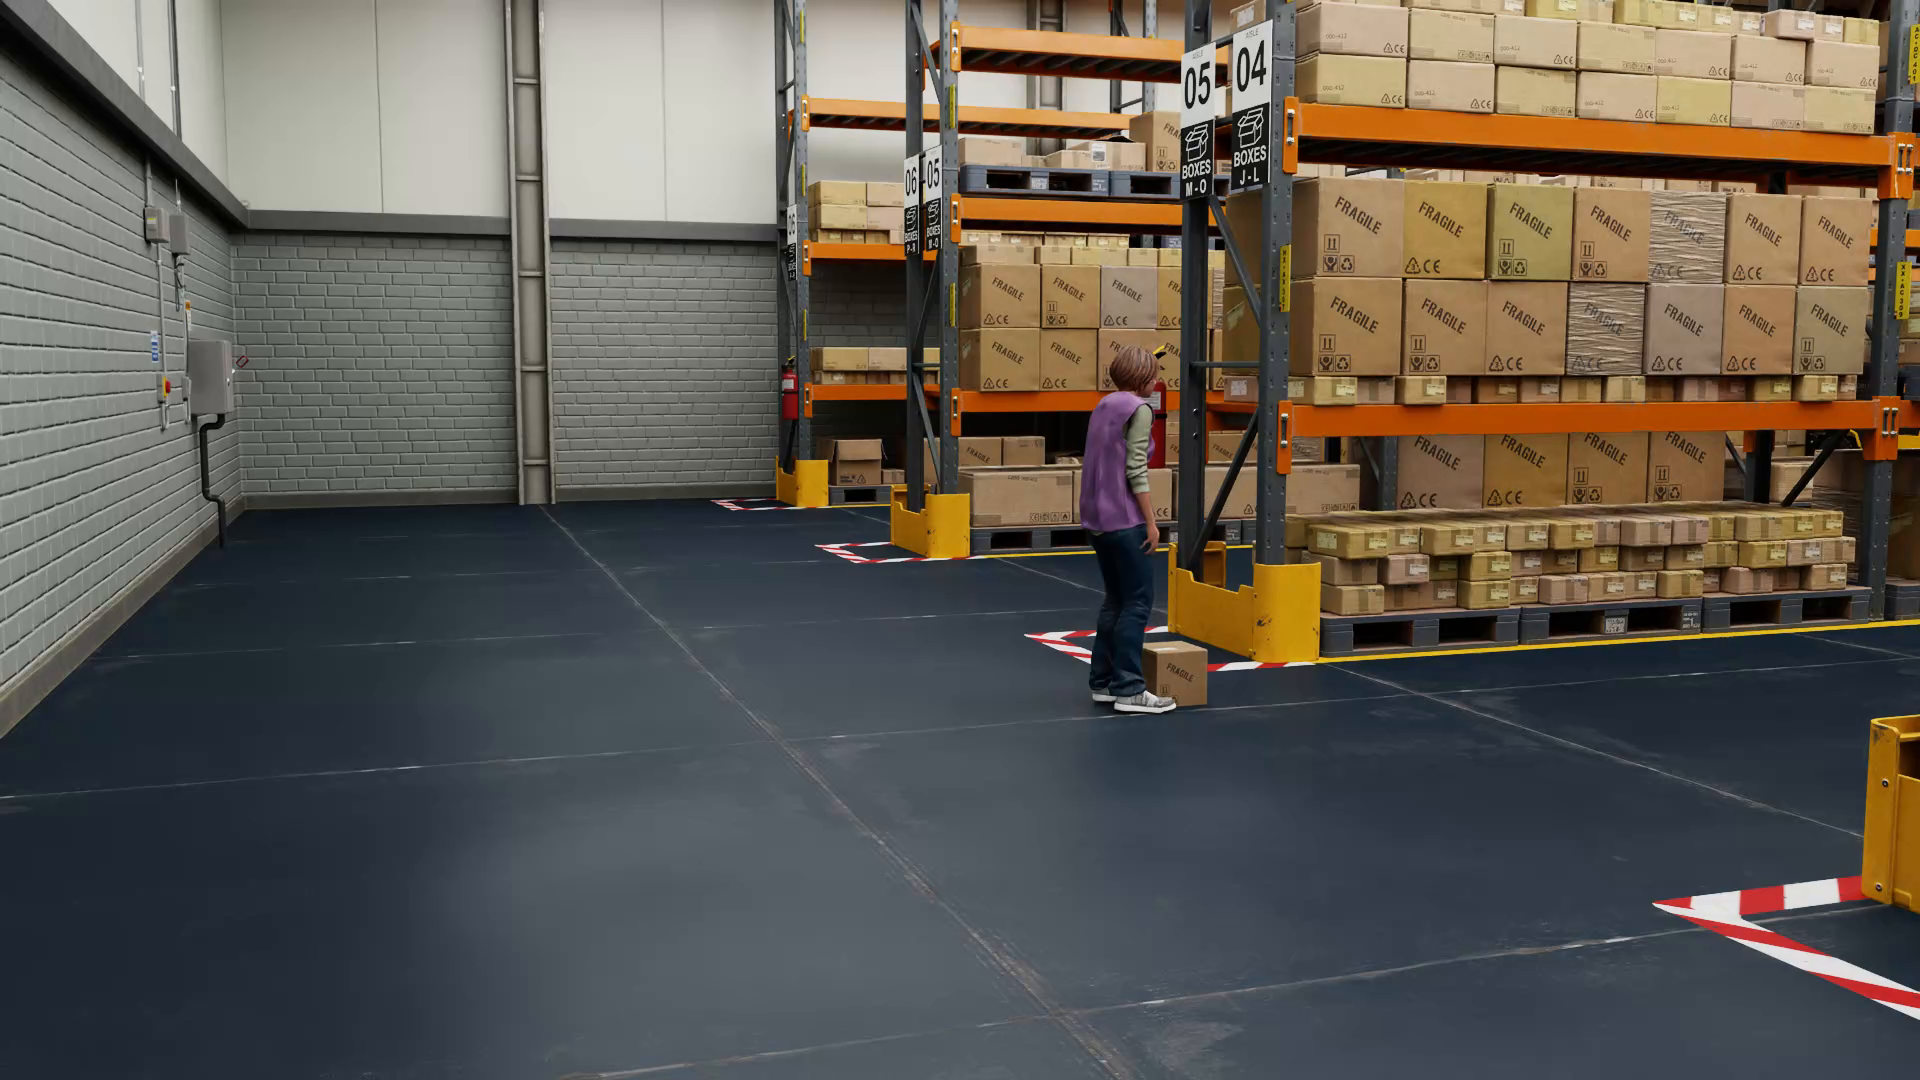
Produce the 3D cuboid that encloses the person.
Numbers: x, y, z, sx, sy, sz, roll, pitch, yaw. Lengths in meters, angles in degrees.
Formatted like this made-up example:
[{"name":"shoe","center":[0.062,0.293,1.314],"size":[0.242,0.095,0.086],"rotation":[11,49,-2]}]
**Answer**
[{"name":"person","center":[0.719,-0.055,7.305],"size":[0.343,1.591,0.463],"rotation":[-2,6,-21]}]
